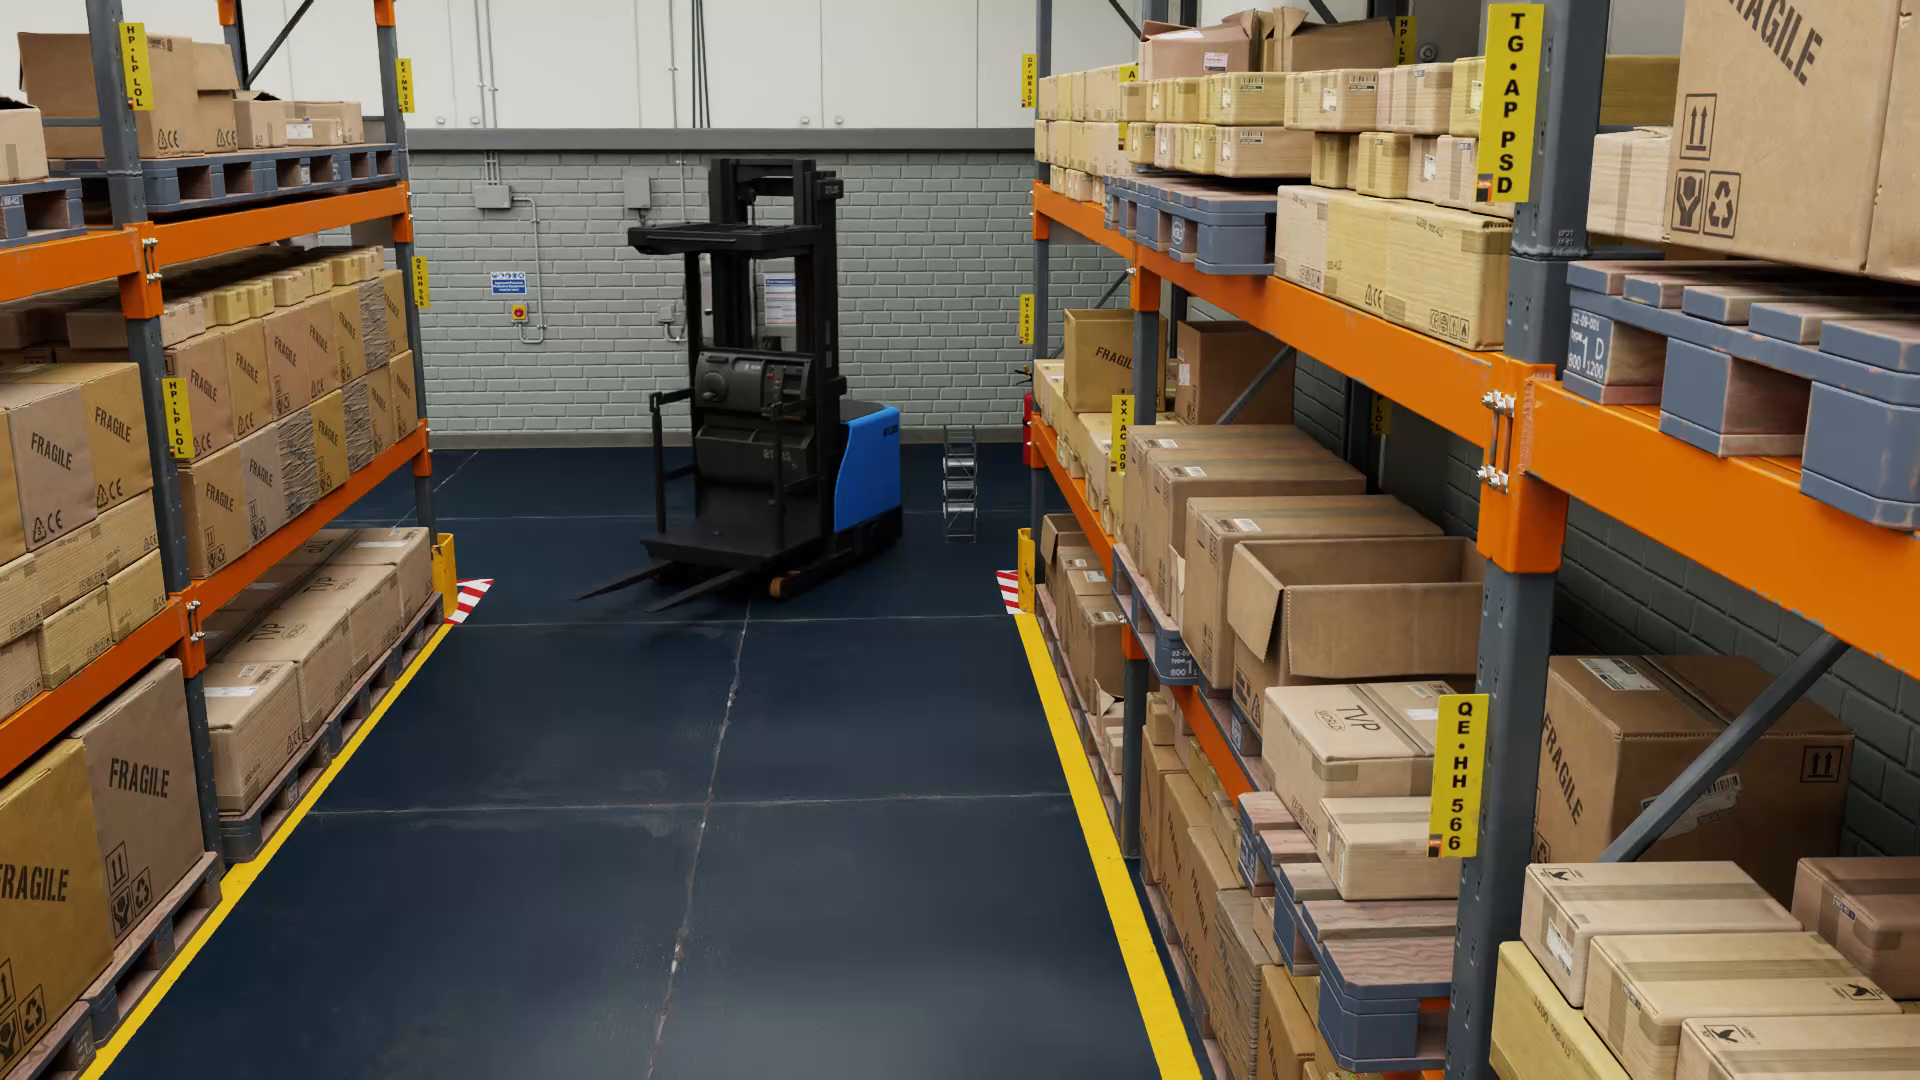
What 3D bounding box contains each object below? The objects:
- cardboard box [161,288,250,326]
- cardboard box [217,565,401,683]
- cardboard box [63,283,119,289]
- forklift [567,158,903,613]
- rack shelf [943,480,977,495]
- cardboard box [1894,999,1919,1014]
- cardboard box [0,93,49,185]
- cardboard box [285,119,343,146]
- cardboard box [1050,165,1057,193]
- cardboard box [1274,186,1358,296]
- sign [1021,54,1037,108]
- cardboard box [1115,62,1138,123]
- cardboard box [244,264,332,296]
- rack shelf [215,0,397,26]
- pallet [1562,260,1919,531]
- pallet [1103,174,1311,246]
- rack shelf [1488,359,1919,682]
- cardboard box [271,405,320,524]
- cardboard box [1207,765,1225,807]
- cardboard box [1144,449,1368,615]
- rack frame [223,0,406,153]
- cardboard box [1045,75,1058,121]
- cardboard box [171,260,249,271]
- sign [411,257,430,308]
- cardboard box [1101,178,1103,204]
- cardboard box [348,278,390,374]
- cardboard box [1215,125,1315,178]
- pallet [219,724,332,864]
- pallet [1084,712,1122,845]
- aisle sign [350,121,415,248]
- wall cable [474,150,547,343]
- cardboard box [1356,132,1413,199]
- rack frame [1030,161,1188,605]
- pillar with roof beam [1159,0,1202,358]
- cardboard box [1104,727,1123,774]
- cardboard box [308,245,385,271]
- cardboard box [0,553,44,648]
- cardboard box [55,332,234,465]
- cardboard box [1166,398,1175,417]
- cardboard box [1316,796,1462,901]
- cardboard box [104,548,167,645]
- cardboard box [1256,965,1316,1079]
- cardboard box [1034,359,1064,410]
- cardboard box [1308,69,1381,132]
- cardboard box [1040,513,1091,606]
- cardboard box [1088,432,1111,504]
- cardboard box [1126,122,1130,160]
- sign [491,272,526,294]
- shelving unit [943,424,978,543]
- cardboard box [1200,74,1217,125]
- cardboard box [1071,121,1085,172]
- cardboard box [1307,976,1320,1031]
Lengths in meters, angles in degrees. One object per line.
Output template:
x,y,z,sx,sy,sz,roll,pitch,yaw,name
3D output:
-3.529,-1.080,7.695,0.380,0.149,0.250,-1,14,-4,cardboard box
-3.766,0.471,9.475,0.875,0.438,0.875,0,14,-2,cardboard box
-4.060,-1.134,7.904,0.380,0.149,0.250,-1,14,-4,cardboard box
-1.553,-1.128,11.527,1.130,2.935,3.031,7,16,26,forklift
-0.001,-0.406,12.930,0.258,0.077,0.200,-1,14,-3,rack shelf
1.783,0.894,2.831,0.500,0.250,0.500,-1,14,-2,cardboard box
-3.460,-1.359,5.603,0.500,0.311,0.500,-1,14,-3,cardboard box
-3.749,-2.326,9.486,0.380,0.149,0.250,-2,15,-8,cardboard box
0.723,-2.090,9.613,0.380,0.149,0.250,-1,14,-2,cardboard box
1.140,-0.798,4.388,0.500,0.250,0.500,-1,14,-3,cardboard box
0.440,-2.902,10.510,0.100,0.325,0.005,-1,14,-3,sign
0.958,-1.927,7.178,0.500,0.250,0.500,-1,14,-3,cardboard box
-3.616,-1.401,8.941,0.380,0.149,0.250,-1,14,-2,cardboard box
-3.848,-2.822,8.182,1.077,0.370,4.000,-1,14,-3,rack shelf
1.609,-0.238,2.292,1.213,0.211,1.003,0,14,-1,pallet
1.200,-1.238,6.174,1.213,0.211,1.003,-1,14,-3,pallet
1.601,0.349,1.075,1.077,0.370,4.000,-1,14,-3,rack shelf
-3.544,-0.380,8.282,0.500,0.500,0.500,-1,14,-3,cardboard box
1.138,0.947,6.200,0.380,0.149,0.250,-1,14,-4,cardboard box
1.068,-0.038,6.112,0.700,0.500,0.500,-1,14,-3,cardboard box
-3.972,-3.862,9.976,1.000,3.000,0.127,-1,14,-3,rack frame
0.771,-2.559,9.634,0.500,0.250,0.500,-1,14,-4,cardboard box
-4.134,-1.450,9.135,0.380,0.149,0.250,-1,14,-3,cardboard box
-3.430,-1.637,10.569,0.100,0.325,0.005,-1,14,-3,sign
0.894,-1.711,8.141,0.380,0.149,0.250,0,14,-2,cardboard box
-3.643,-1.243,9.632,0.500,0.500,0.500,-1,14,-3,cardboard box
0.972,-1.160,4.955,0.380,0.149,0.250,-1,14,-2,cardboard box
-3.693,1.199,7.945,1.003,0.211,1.213,-1,14,-3,pallet
1.188,1.141,8.170,1.003,0.211,1.213,-1,14,-3,pallet
-3.667,-2.238,10.488,0.394,0.787,0.004,-1,14,-3,aisle sign
-4.345,-2.866,16.042,0.585,1.953,0.123,-1,14,-3,wall cable
1.169,-0.894,3.961,0.380,0.149,0.250,-1,14,-3,cardboard box
0.982,-1.034,11.025,1.000,3.000,0.127,-1,14,-3,rack frame
-2.583,-4.557,12.680,9.100,9.000,0.400,-1,14,-3,pillar with roof beam
0.902,1.004,7.983,0.380,0.149,0.250,-1,14,-5,cardboard box
-3.750,-1.717,10.171,0.380,0.149,0.250,-1,14,-3,cardboard box
-3.378,0.228,5.419,0.500,0.250,0.500,-1,14,-2,cardboard box
-3.512,-0.616,7.195,0.500,0.500,0.500,-1,14,-3,cardboard box
1.364,-0.614,9.095,0.500,0.250,0.500,-1,14,-4,cardboard box
1.054,0.716,3.883,0.380,0.149,0.250,-1,14,-2,cardboard box
-3.445,0.219,6.458,0.500,0.250,0.500,-1,14,-5,cardboard box
1.181,1.606,4.937,0.500,0.500,0.500,0,14,-1,cardboard box
0.741,-0.988,10.552,0.500,0.250,0.500,-1,14,-3,cardboard box
1.098,-1.102,4.176,0.380,0.149,0.250,-1,14,-5,cardboard box
0.925,0.125,10.687,0.797,0.503,0.637,-1,15,-6,cardboard box
0.909,-0.358,8.101,0.500,0.250,0.500,-1,14,-3,cardboard box
0.851,-1.542,6.439,0.380,0.149,0.250,-1,14,-3,cardboard box
-4.397,-2.504,16.195,0.327,0.218,0.001,-1,14,-3,sign
-0.001,-0.438,12.922,0.258,0.900,0.210,-1,14,-3,shelving unit
0.959,-1.366,5.158,0.380,0.149,0.250,-1,14,-3,cardboard box
0.863,-2.062,8.704,0.500,0.250,0.500,-1,14,-4,cardboard box
1.203,1.330,4.710,0.380,0.149,0.250,0,14,-2,cardboard box
